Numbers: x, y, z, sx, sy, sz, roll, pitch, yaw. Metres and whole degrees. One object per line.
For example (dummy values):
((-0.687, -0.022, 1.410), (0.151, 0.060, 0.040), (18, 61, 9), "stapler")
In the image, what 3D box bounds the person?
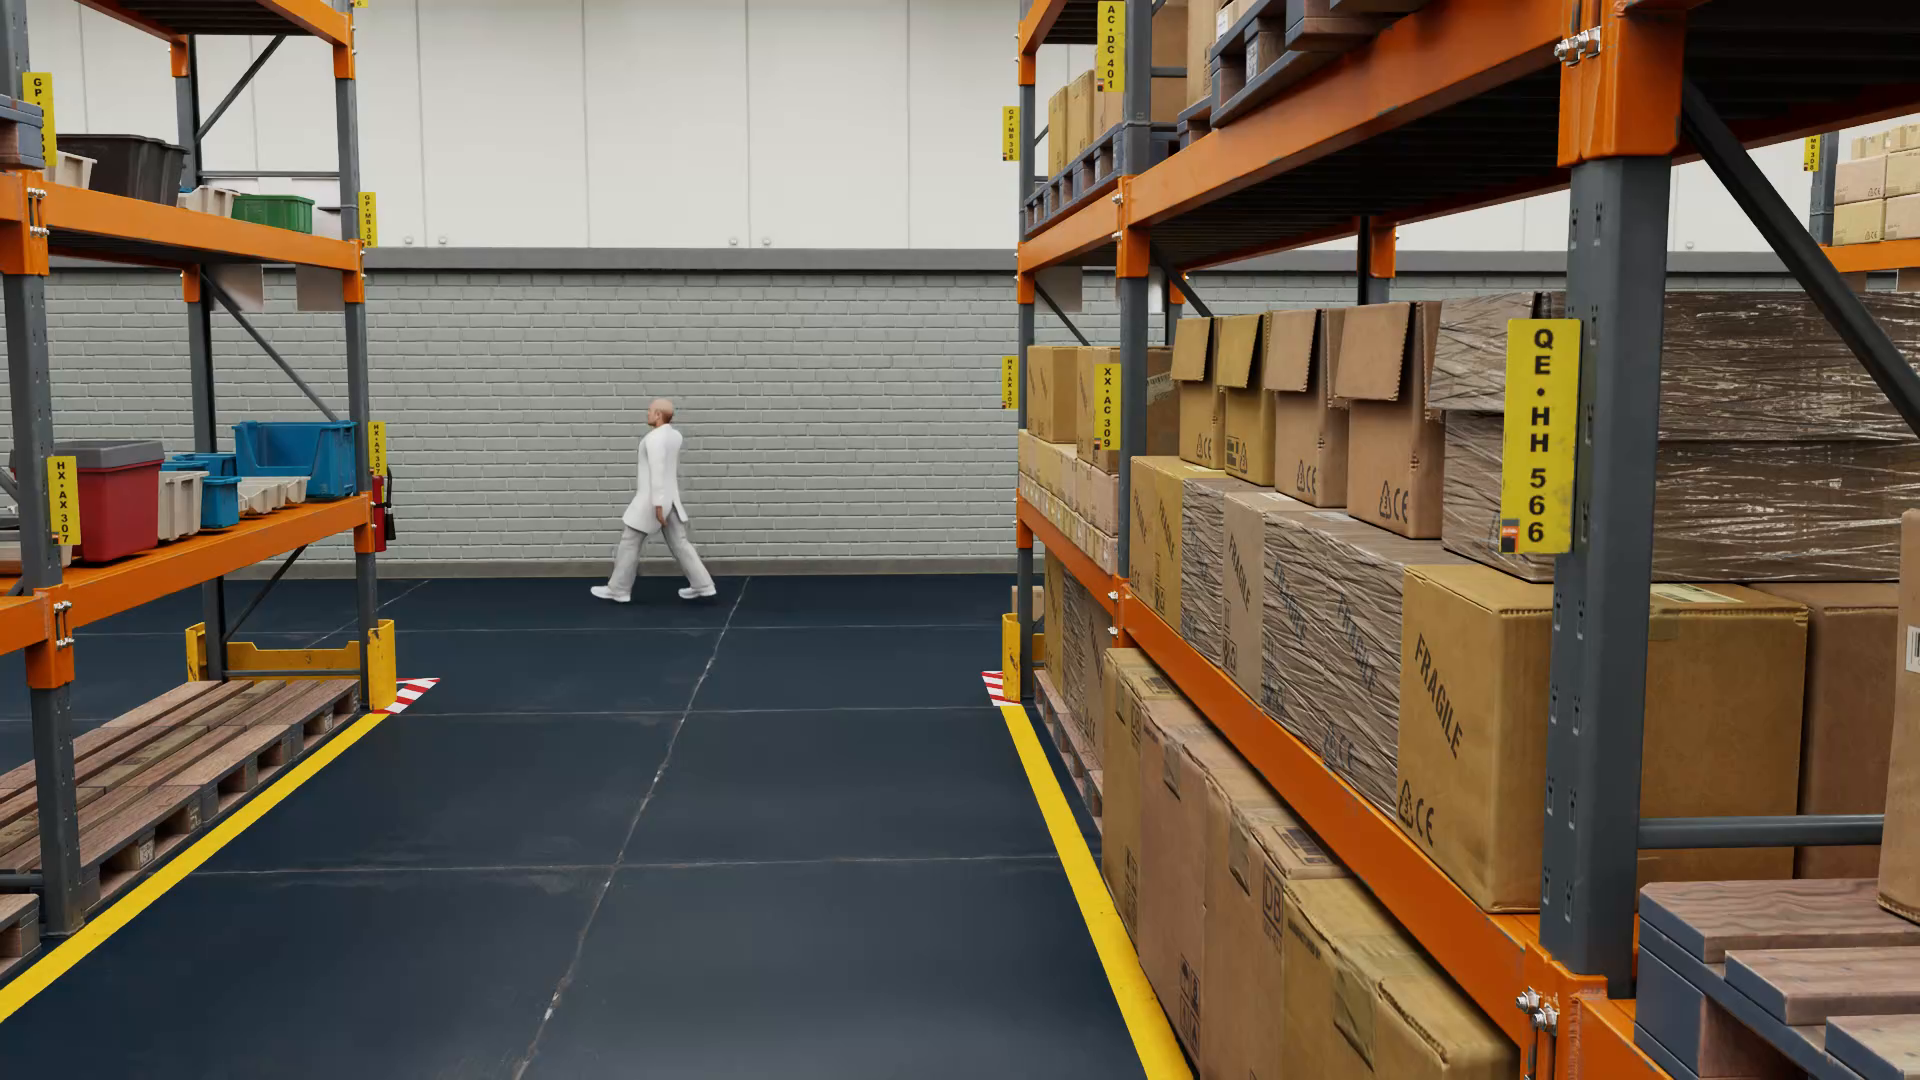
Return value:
((-2.609, -0.295, 14.161), (1.102, 1.639, 0.574), (2, 7, 20), "person")
